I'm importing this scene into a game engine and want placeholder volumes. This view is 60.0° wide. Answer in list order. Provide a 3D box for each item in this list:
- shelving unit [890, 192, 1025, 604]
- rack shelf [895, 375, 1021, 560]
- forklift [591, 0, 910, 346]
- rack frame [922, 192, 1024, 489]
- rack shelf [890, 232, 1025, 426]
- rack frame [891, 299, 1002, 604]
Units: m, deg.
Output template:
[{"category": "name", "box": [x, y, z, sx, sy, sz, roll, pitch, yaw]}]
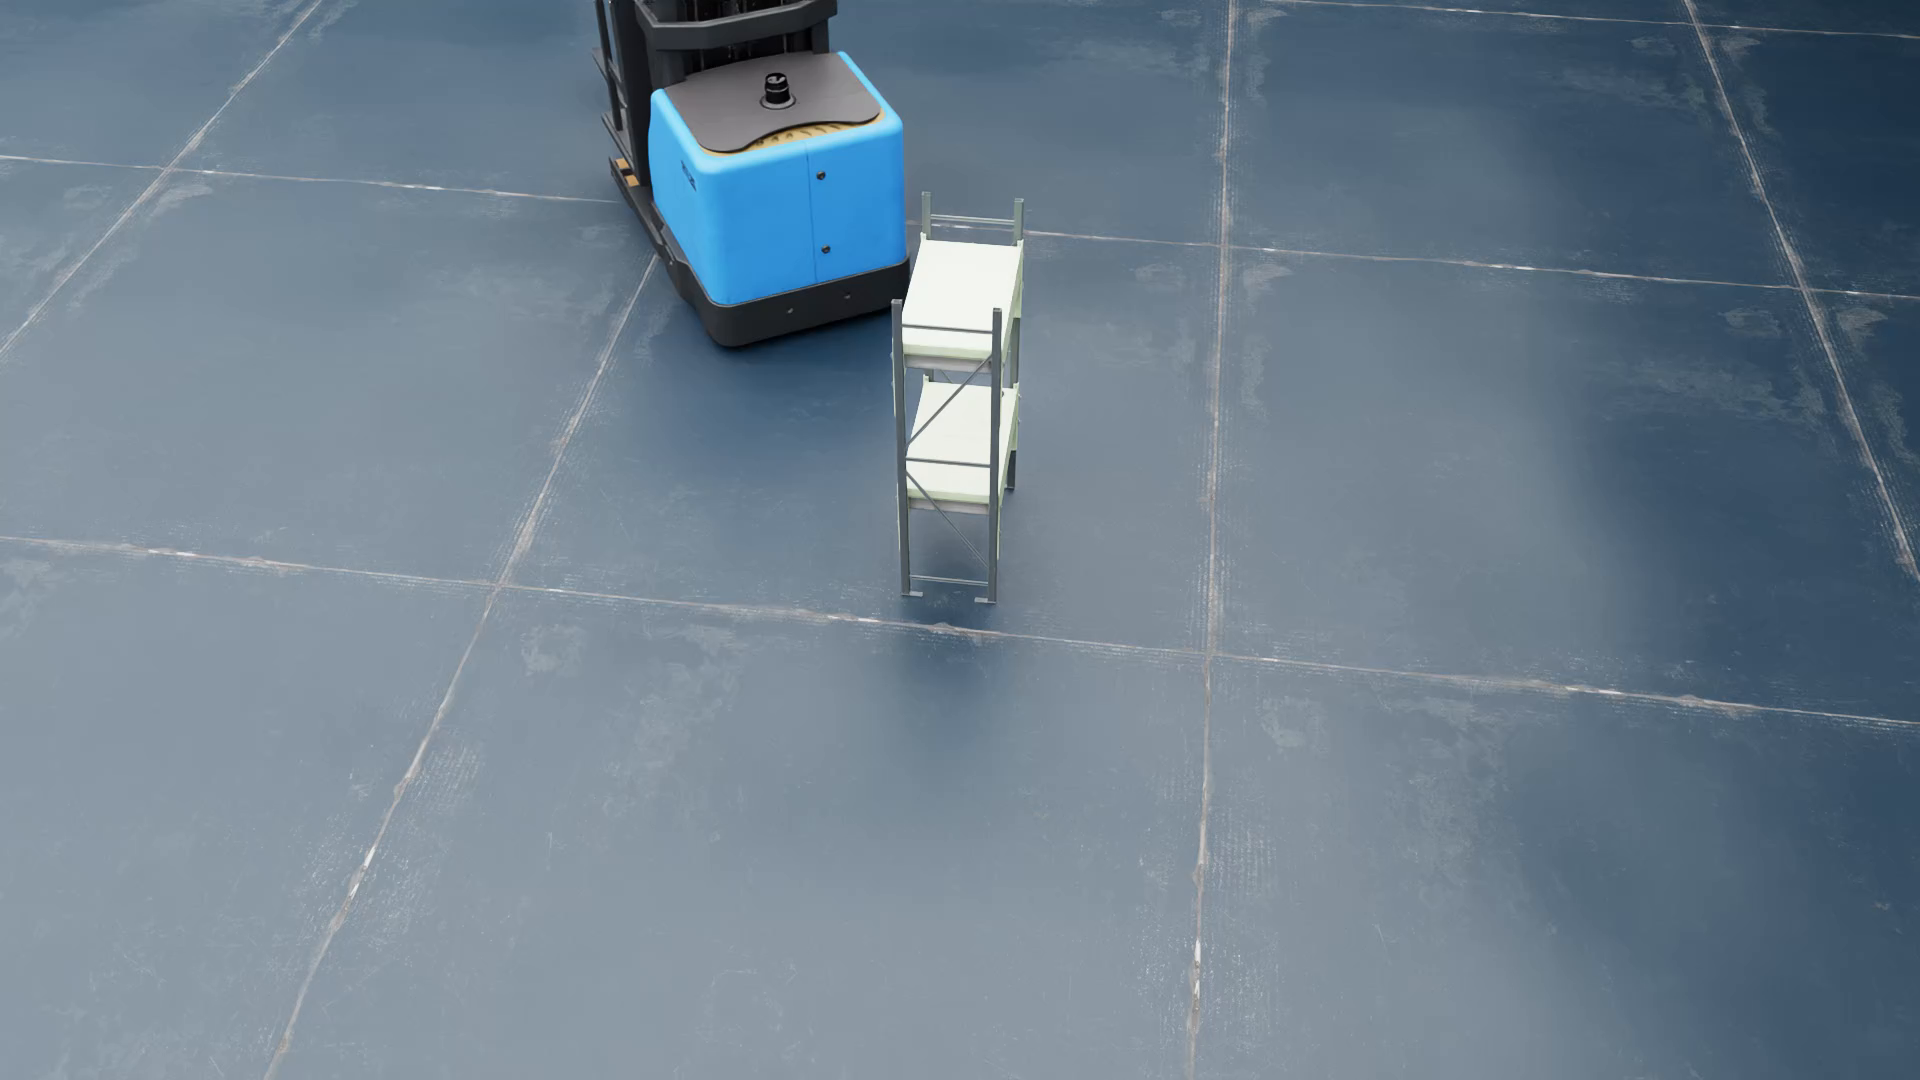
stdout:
[{"category": "shelving unit", "box": [0.001, -0.549, 6.761, 0.431, 1.500, 0.755, 5, 44, 6]}, {"category": "rack shelf", "box": [0.001, -0.312, 6.985, 0.431, 0.370, 0.720, 5, 44, 6]}, {"category": "forklift", "box": [-1.314, -3.037, 8.348, 1.130, 2.935, 3.031, -17, 46, -17]}, {"category": "rack frame", "box": [0.049, -0.799, 7.025, 0.400, 1.500, 0.023, 5, 44, 6]}, {"category": "rack shelf", "box": [0.001, -0.833, 6.493, 0.431, 0.370, 0.720, 5, 44, 6]}, {"category": "rack frame", "box": [-0.048, -0.300, 6.498, 0.400, 1.500, 0.023, 5, 44, 6]}]
